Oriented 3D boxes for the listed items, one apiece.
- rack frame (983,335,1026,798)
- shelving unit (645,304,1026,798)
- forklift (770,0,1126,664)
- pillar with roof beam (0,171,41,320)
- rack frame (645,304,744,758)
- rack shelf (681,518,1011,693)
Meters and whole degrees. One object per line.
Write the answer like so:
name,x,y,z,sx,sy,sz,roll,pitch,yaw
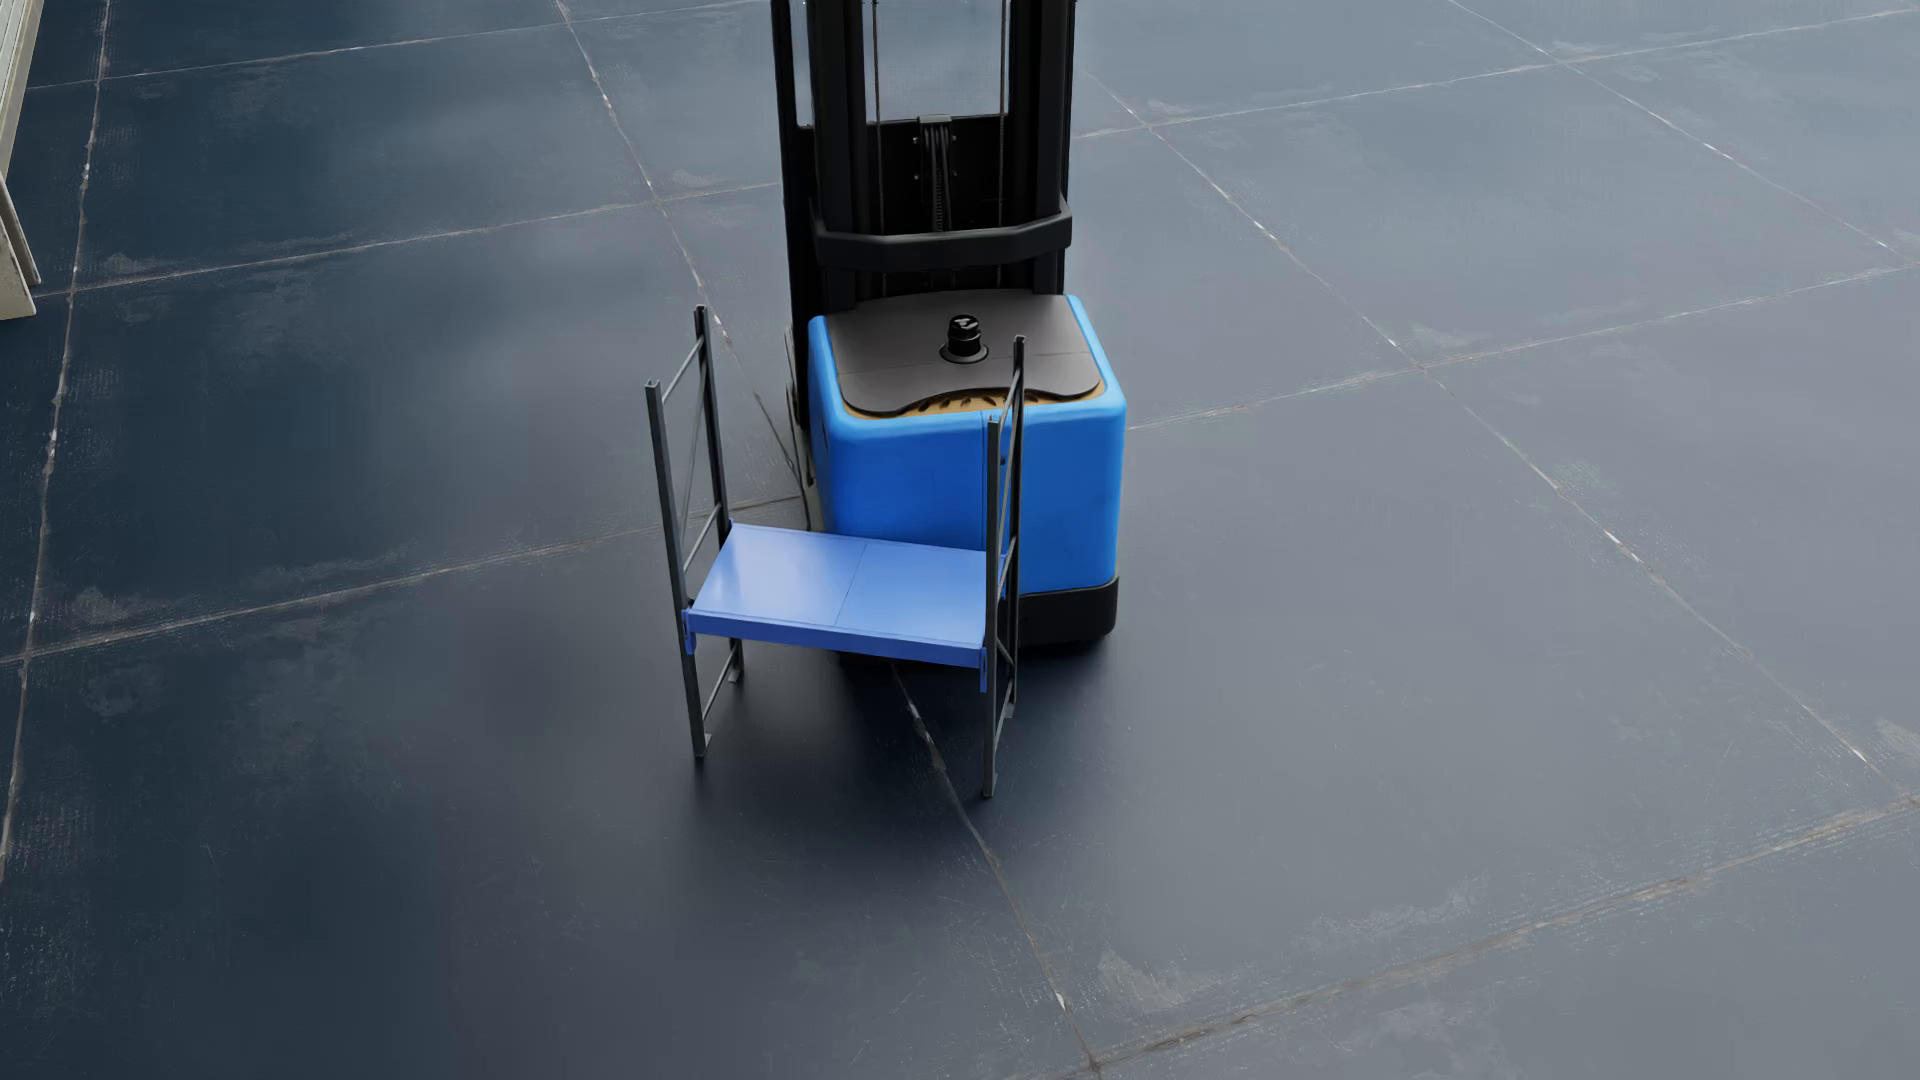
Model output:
rack frame,0.140,0.120,5.344,0.032,1.500,0.500,7,37,9
shelving unit,-0.360,0.063,5.420,1.048,1.500,0.538,7,37,9
forklift,-0.171,-1.603,6.443,1.130,2.935,3.031,-6,37,-8
pillar with roof beam,-0.749,-5.681,6.813,9.100,9.000,0.400,-12,39,-16
rack frame,-0.859,0.005,5.496,0.032,1.500,0.500,7,37,9
rack shelf,-0.360,0.206,5.529,1.000,0.185,0.538,7,37,9
